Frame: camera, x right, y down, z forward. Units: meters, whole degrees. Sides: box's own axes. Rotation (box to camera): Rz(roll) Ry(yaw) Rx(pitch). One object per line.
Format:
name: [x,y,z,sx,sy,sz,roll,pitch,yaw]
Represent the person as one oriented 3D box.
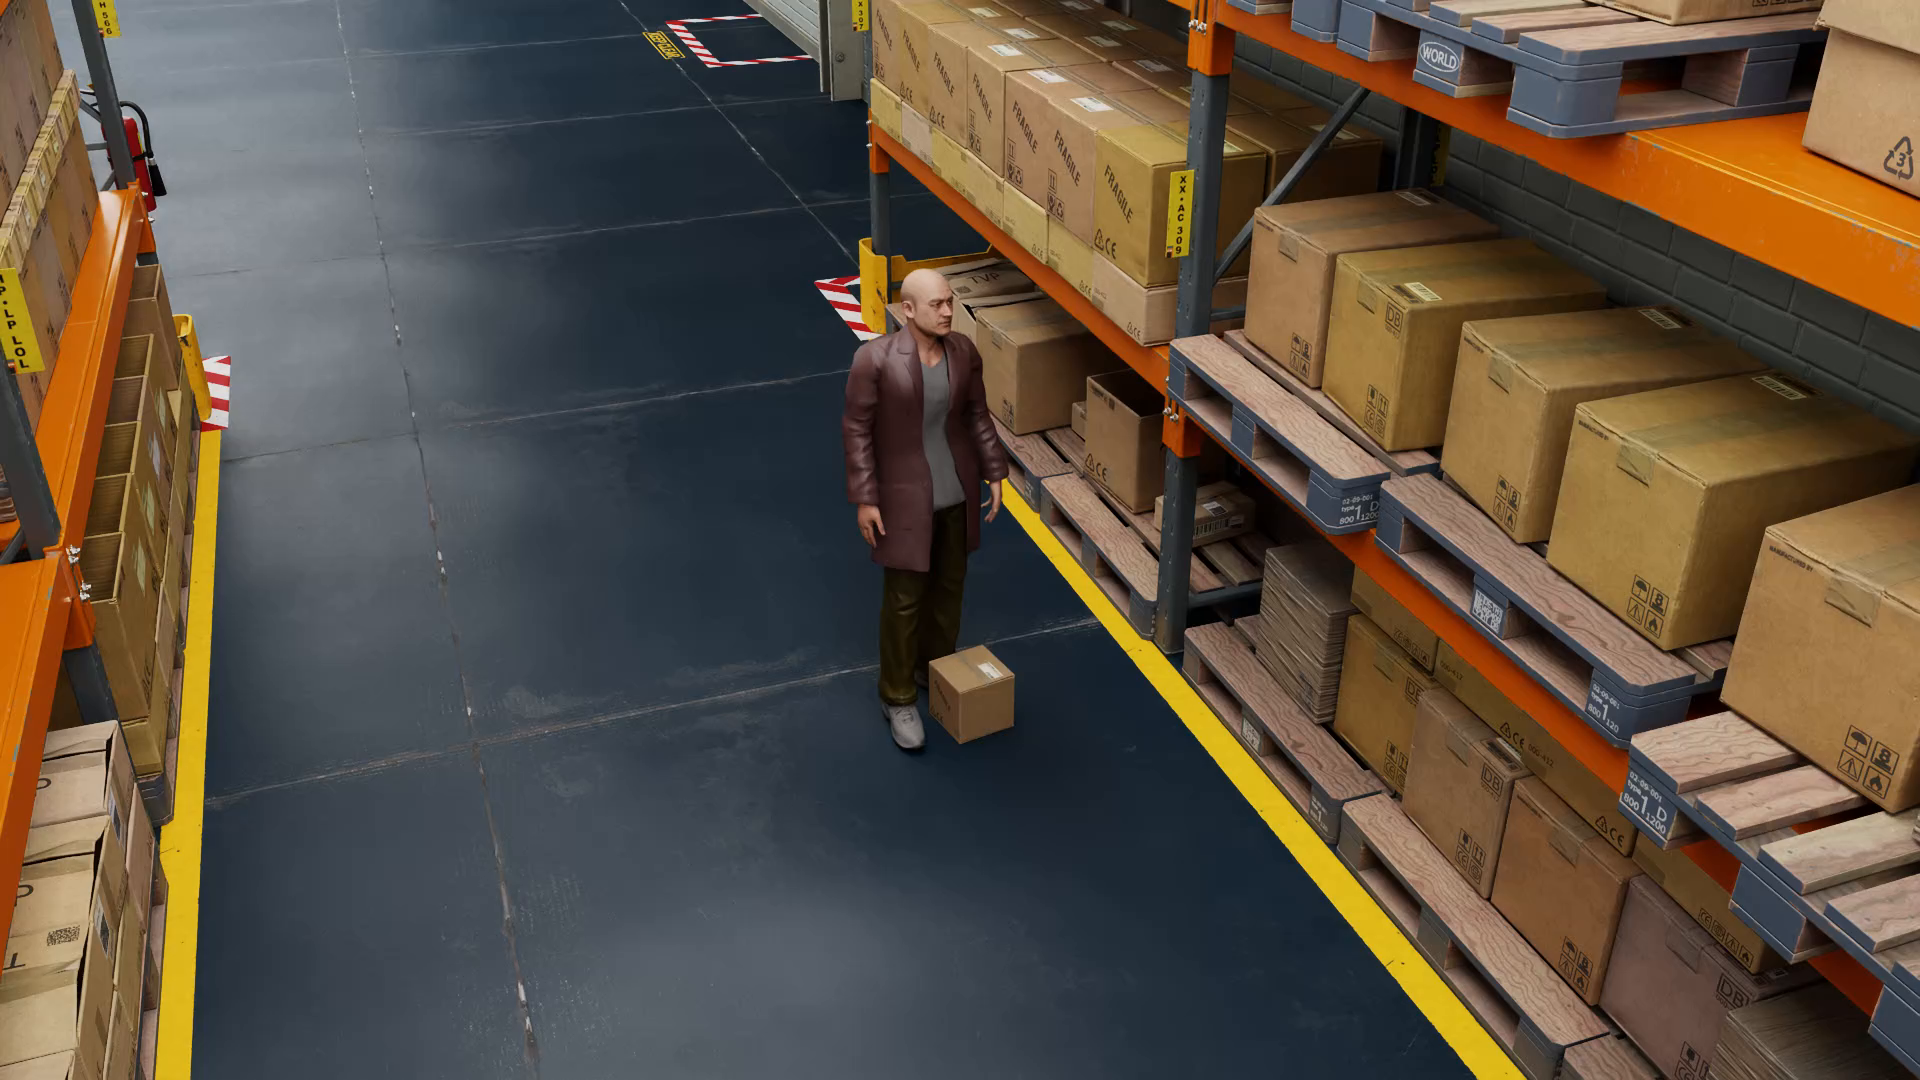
person: [-0.075,-0.133,6.360,0.698,1.779,0.579,-17,34,-27]
